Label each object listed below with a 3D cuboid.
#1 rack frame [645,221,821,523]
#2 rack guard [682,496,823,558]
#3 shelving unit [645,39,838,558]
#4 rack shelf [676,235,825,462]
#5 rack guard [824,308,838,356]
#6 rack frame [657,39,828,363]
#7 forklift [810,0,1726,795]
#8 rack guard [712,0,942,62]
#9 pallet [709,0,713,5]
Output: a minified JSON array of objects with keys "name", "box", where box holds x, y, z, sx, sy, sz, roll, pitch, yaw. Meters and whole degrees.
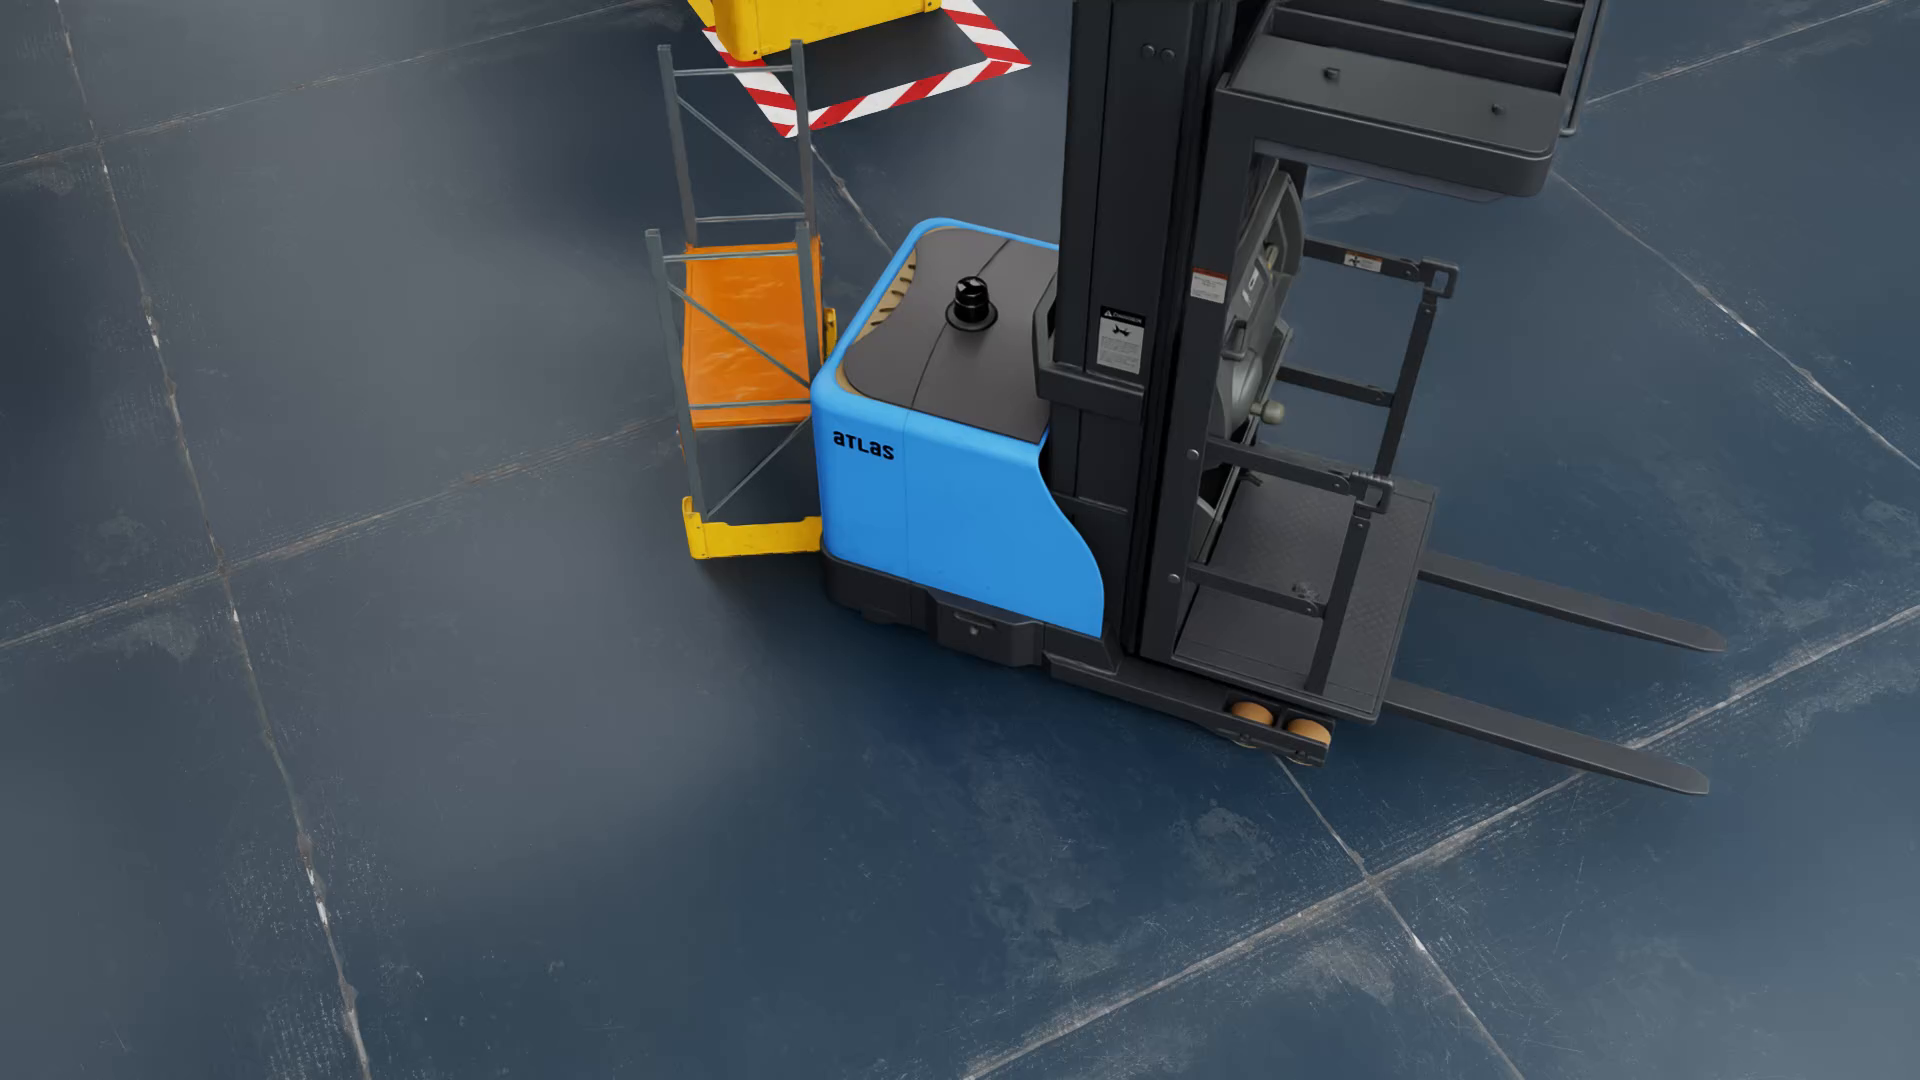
[{"name":"rack frame","box":[-0.713,-0.460,5.656,0.500,1.500,0.032,-4,49,-3]},{"name":"rack guard","box":[-0.714,-0.063,6.139,0.587,0.250,0.087,-4,49,-3]},{"name":"shelving unit","box":[-0.755,-0.848,5.995,0.587,1.500,1.083,-4,49,-3]},{"name":"rack shelf","box":[-0.754,-0.722,6.124,0.538,0.185,1.000,-4,49,-3]},{"name":"rack guard","box":[-0.795,-0.810,6.792,0.587,0.250,0.087,-4,49,-3]},{"name":"rack frame","box":[-0.796,-1.222,6.323,0.500,1.500,0.032,-4,49,-3]},{"name":"forklift","box":[1.076,-0.665,4.884,3.031,2.935,1.130,16,51,14]},{"name":"rack guard","box":[-0.672,-2.865,8.424,1.175,0.500,0.348,-21,52,-18]},{"name":"pallet","box":[-1.039,-3.316,9.010,1.003,0.211,1.213,-21,52,-18]}]
